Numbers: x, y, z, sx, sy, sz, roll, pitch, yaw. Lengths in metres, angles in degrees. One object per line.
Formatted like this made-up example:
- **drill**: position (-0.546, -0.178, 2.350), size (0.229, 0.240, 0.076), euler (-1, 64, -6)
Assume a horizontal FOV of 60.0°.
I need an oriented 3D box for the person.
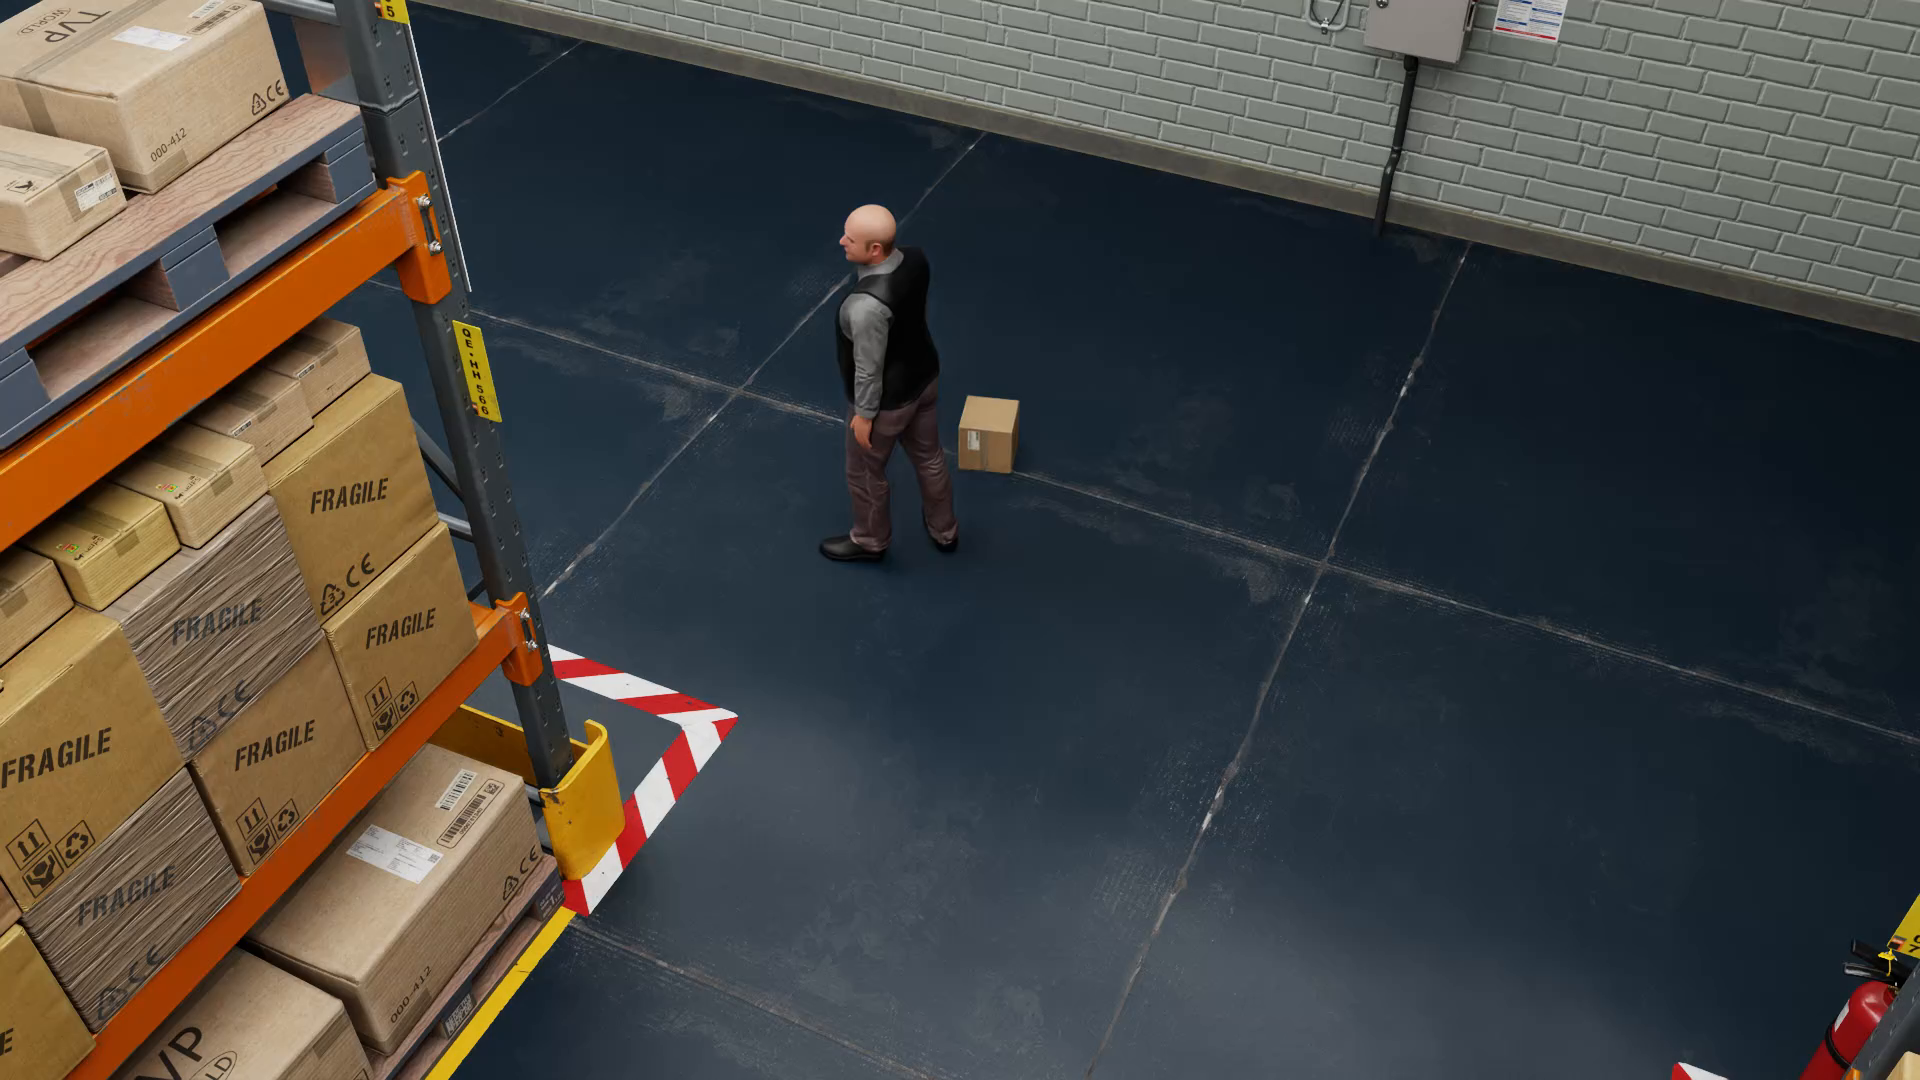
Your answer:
- **person**: position (-0.294, -0.619, 6.870), size (0.549, 1.726, 0.553), euler (21, 46, 22)
